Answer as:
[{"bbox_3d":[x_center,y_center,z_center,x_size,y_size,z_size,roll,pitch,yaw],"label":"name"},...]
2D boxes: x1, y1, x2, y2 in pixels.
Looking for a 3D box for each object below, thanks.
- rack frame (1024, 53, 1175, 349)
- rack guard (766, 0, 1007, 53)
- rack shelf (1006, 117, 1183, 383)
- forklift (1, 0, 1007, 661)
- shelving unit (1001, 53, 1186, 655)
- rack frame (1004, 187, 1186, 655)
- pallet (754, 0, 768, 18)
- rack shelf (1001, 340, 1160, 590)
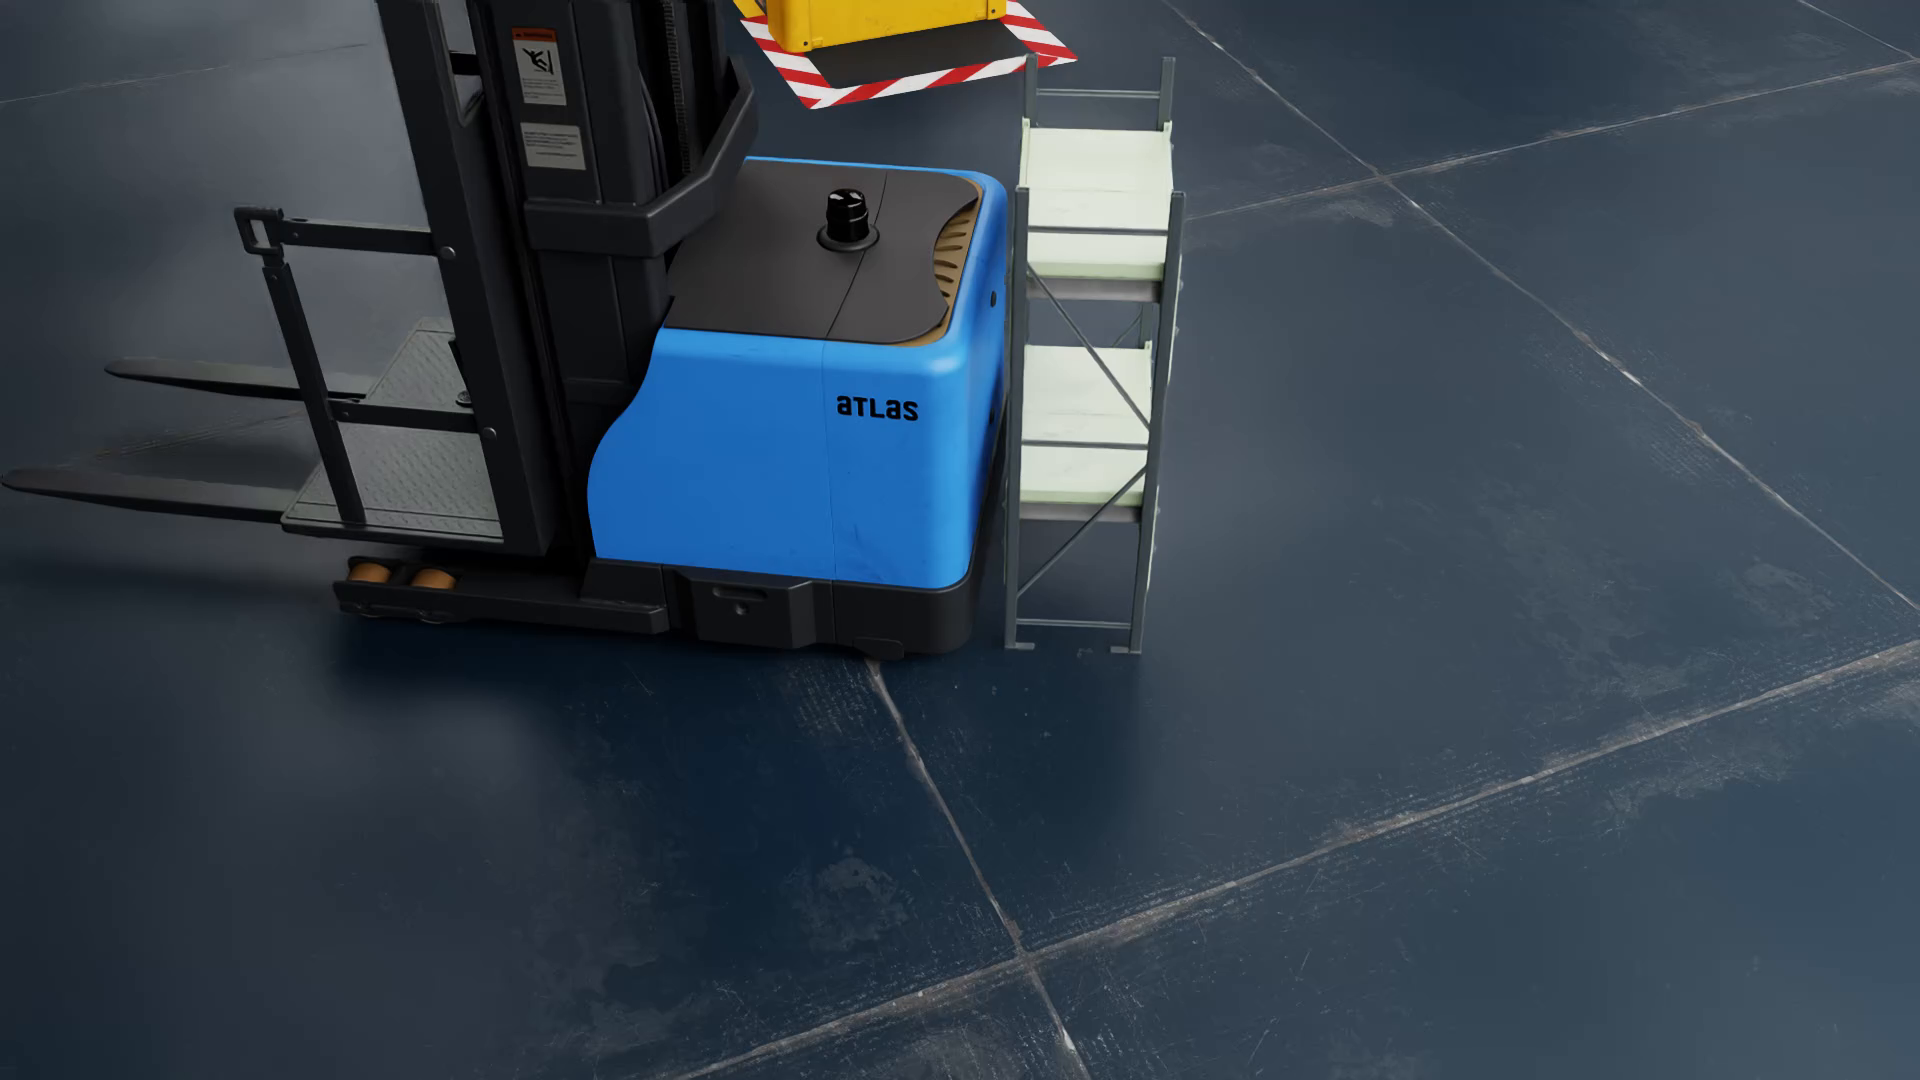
[{"bbox_3d":[0.376,-0.724,4.942,0.400,1.500,0.023,2,41,3],"label":"rack frame"},{"bbox_3d":[-0.354,-2.758,8.074,1.175,0.500,0.348,-15,43,-17],"label":"rack guard"},{"bbox_3d":[0.353,-0.782,4.411,0.431,0.370,0.720,2,41,3],"label":"rack shelf"},{"bbox_3d":[-1.409,-1.197,4.394,3.031,2.935,1.130,5,41,6],"label":"forklift"},{"bbox_3d":[0.353,-0.486,4.665,0.431,1.500,0.755,2,41,3],"label":"shelving unit"},{"bbox_3d":[0.329,-0.248,4.388,0.400,1.500,0.023,2,41,3],"label":"rack frame"},{"bbox_3d":[-0.694,-3.113,8.708,1.003,0.211,1.213,-15,43,-17],"label":"pallet"},{"bbox_3d":[0.353,-0.239,4.878,0.431,0.370,0.720,2,41,3],"label":"rack shelf"}]
